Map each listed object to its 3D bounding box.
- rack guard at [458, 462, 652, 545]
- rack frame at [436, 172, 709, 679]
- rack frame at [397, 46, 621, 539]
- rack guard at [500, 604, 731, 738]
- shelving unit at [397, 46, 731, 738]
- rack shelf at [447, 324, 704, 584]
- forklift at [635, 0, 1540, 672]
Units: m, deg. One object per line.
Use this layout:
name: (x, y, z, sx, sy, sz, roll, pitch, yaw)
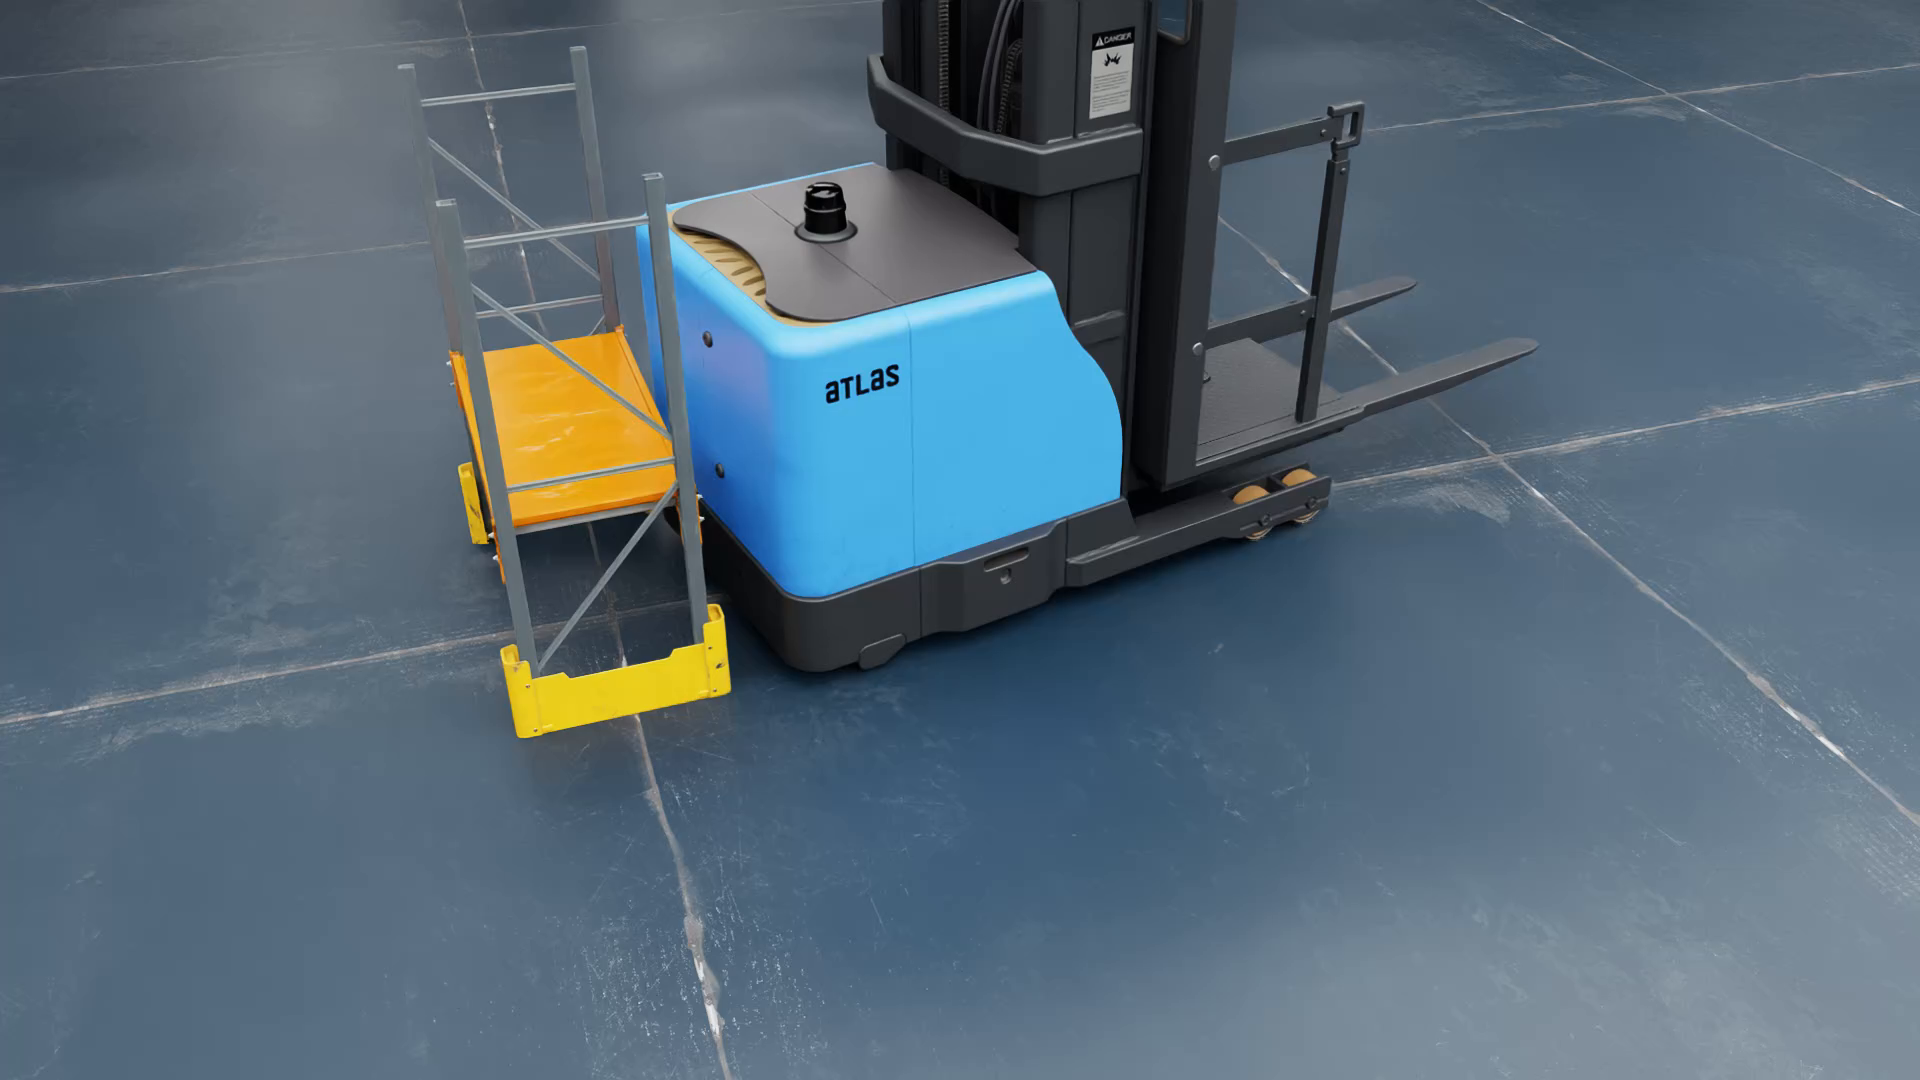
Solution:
rack guard: (-1.267, -0.163, 5.269, 0.587, 0.250, 0.087, -12, 35, -17)
rack frame: (-0.914, -0.159, 4.130, 0.500, 1.500, 0.032, -12, 35, -17)
rack frame: (-1.267, -0.685, 4.926, 0.500, 1.500, 0.032, -12, 35, -17)
rack guard: (-0.920, 0.352, 4.490, 0.587, 0.250, 0.087, -12, 35, -17)
shelving unit: (-1.094, -0.427, 4.535, 0.587, 1.500, 1.083, -12, 35, -17)
rack shelf: (-1.090, -0.272, 4.627, 0.538, 0.185, 1.000, -12, 35, -17)
forklift: (0.591, -1.456, 4.795, 3.031, 2.935, 1.130, -18, 38, -26)
